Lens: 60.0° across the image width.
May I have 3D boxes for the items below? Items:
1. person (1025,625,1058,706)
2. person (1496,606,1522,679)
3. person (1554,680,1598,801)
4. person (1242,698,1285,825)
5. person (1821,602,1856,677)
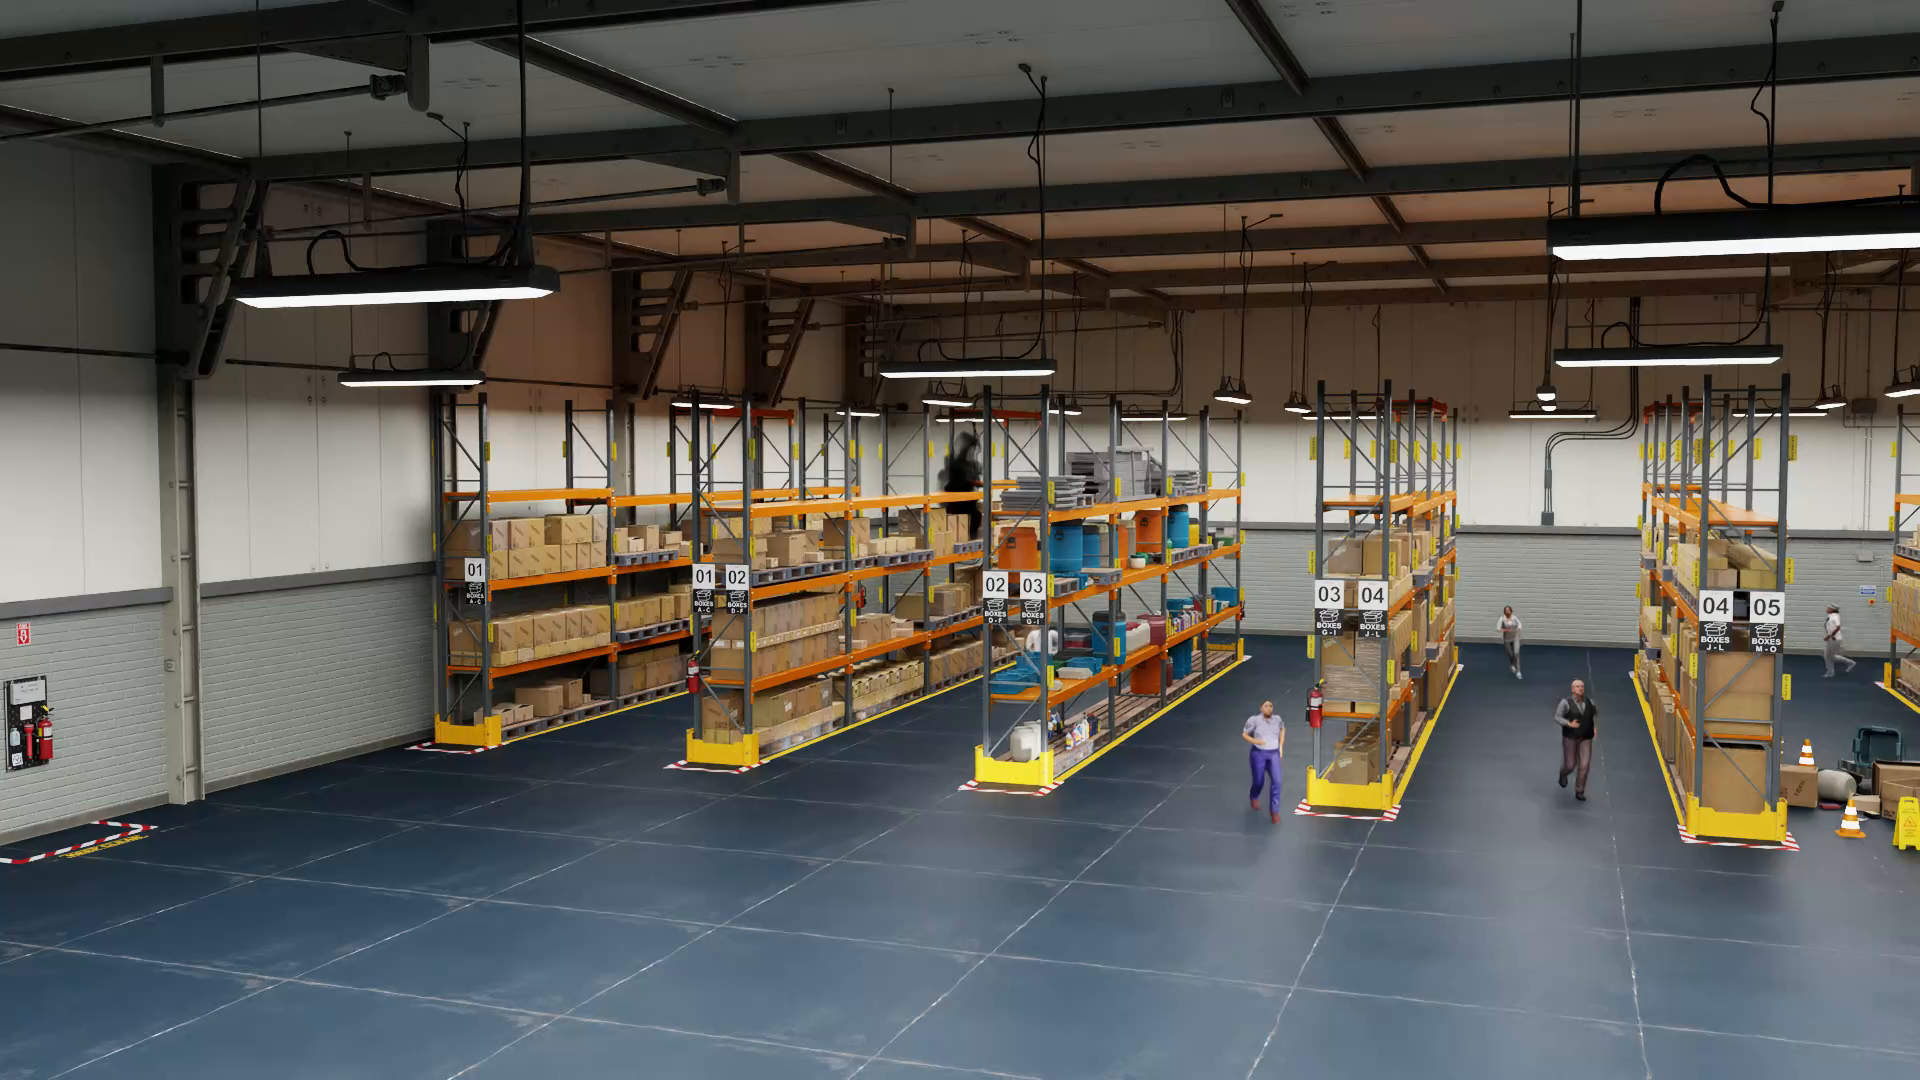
[{"bbox_3d":[1.591,2.410,32.144,0.688,1.834,0.785,1,3,20],"label":"person"},{"bbox_3d":[12.233,2.248,37.057,0.568,1.581,0.851,1,3,11],"label":"person"},{"bbox_3d":[8.917,2.869,24.048,0.665,1.691,0.775,0,3,3],"label":"person"},{"bbox_3d":[4.167,2.989,22.731,0.638,1.633,0.908,0,3,-4],"label":"person"},{"bbox_3d":[19.408,2.225,36.735,0.666,1.705,0.594,1,3,26],"label":"person"}]
